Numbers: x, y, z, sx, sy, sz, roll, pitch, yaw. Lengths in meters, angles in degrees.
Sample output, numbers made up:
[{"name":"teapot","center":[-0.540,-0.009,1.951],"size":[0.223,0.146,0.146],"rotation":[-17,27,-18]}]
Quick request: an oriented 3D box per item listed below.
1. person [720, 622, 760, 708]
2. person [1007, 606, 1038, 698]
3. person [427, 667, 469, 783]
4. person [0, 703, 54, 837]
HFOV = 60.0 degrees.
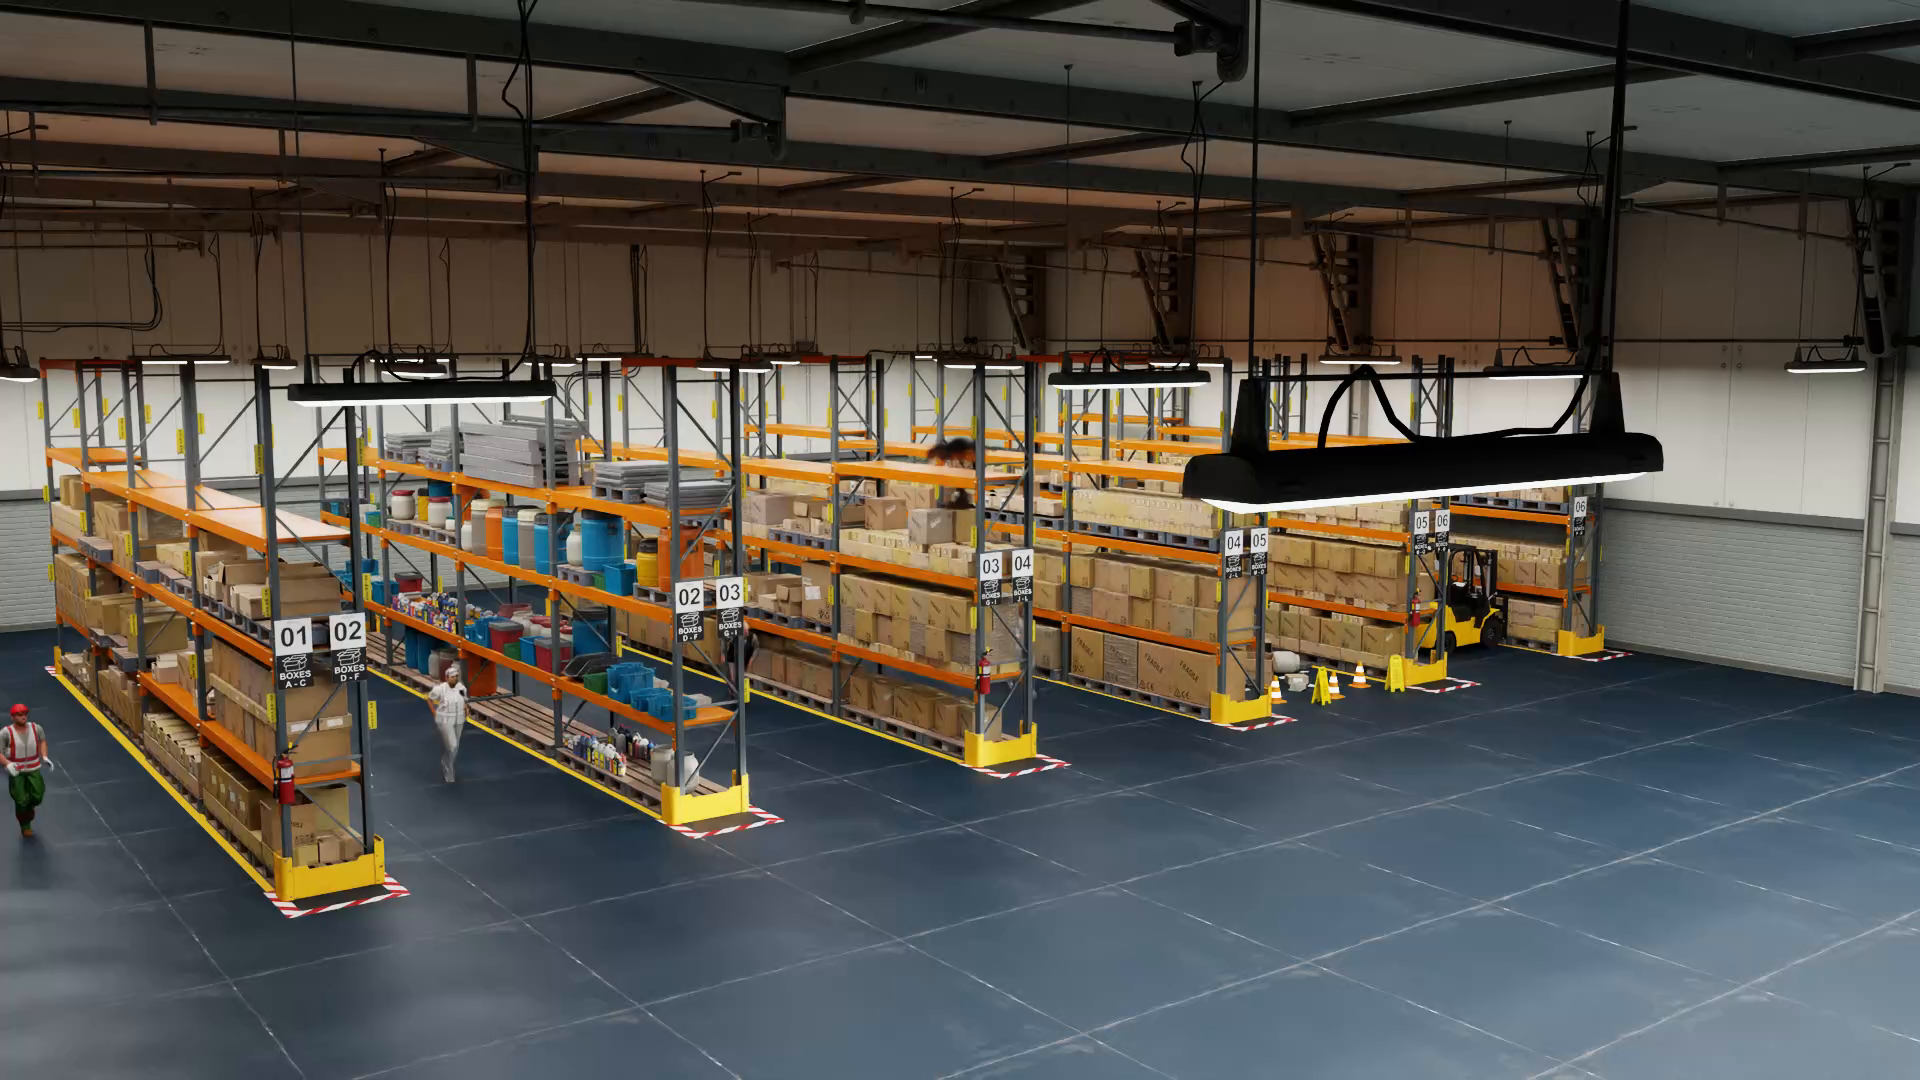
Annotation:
[{"name":"person","center":[-3.800,2.109,28.613],"size":[0.664,1.550,1.047],"rotation":[-2,7,-17]},{"name":"person","center":[1.124,1.957,29.717],"size":[0.527,1.626,0.823],"rotation":[-4,8,-31]},{"name":"person","center":[-7.349,2.661,23.995],"size":[0.797,1.675,0.526],"rotation":[6,9,43]},{"name":"person","center":[-11.968,2.930,21.259],"size":[0.660,1.728,0.644],"rotation":[-7,10,-44]}]
